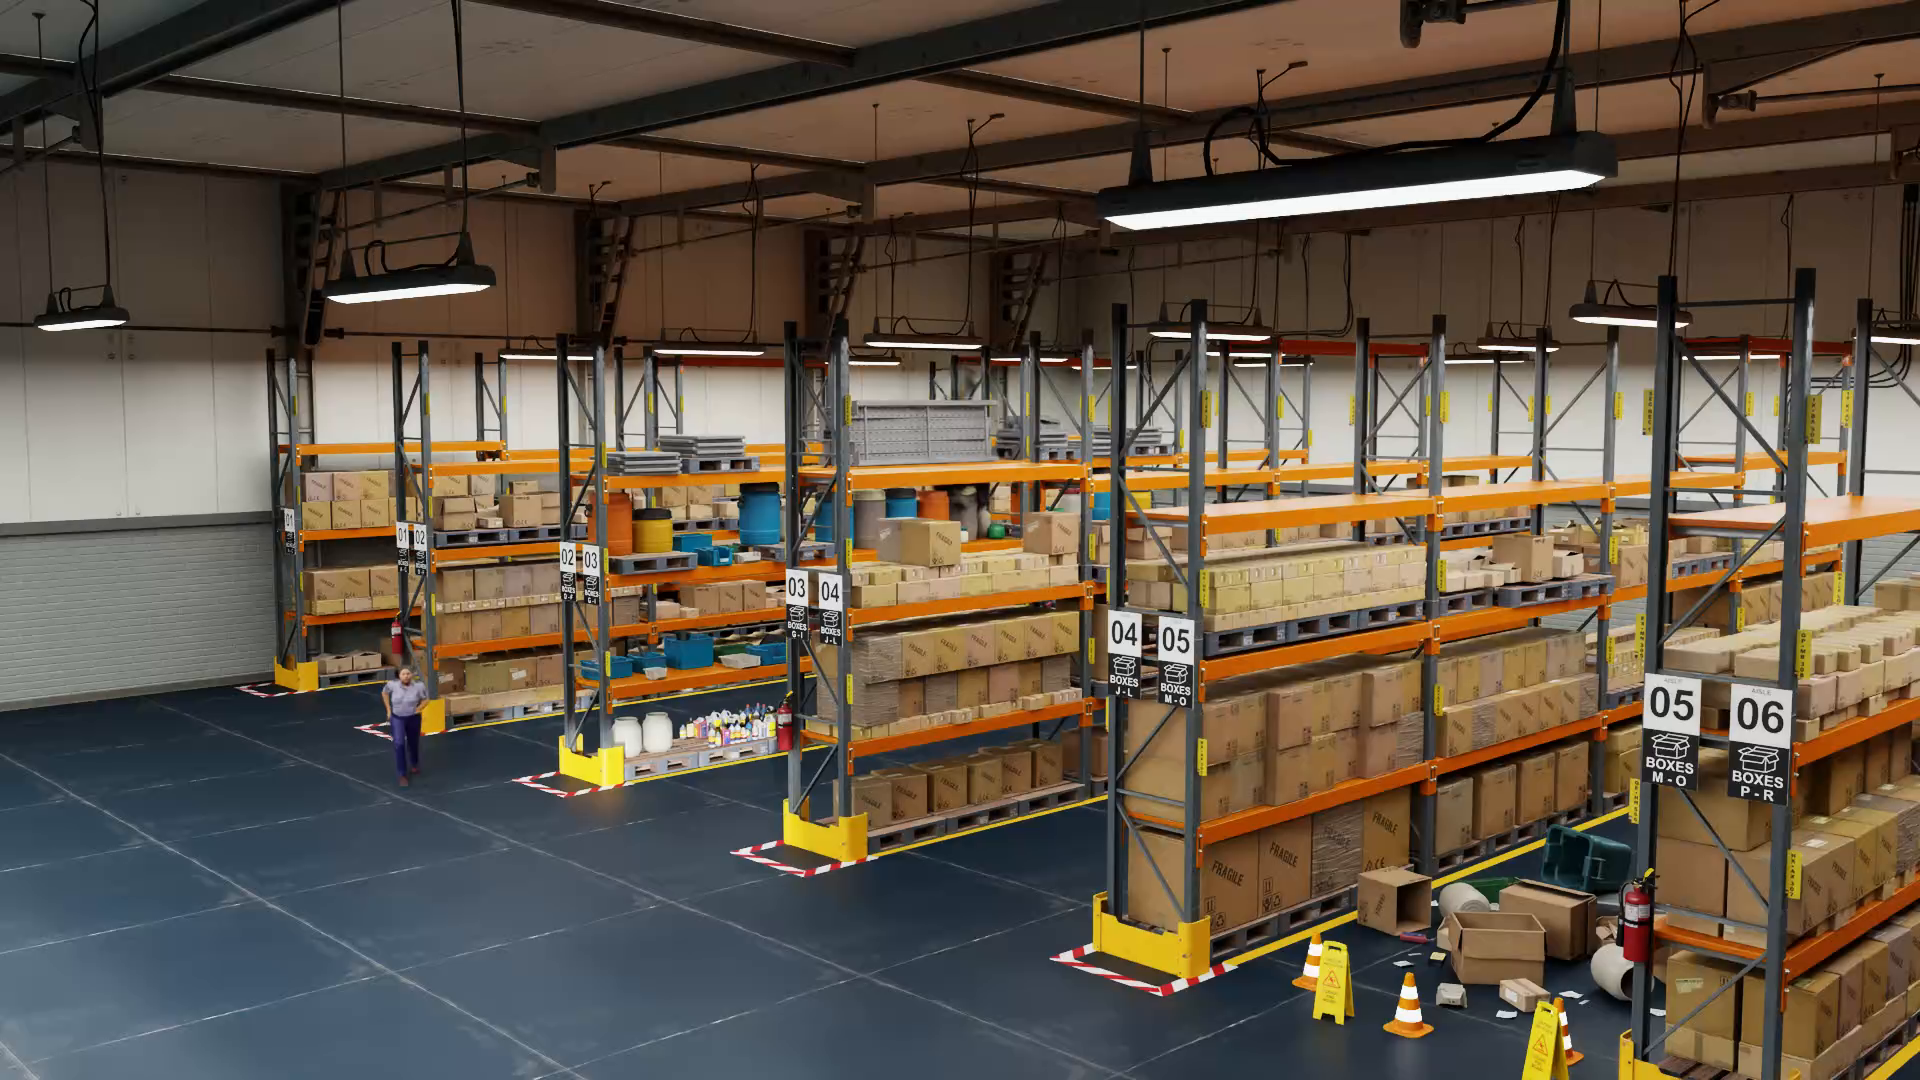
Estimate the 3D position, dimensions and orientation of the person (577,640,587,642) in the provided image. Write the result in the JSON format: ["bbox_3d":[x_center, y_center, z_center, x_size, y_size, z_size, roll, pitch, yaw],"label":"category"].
[{"bbox_3d":[-6.935,1.728,30.658,0.548,1.565,0.780,4,6,37],"label":"person"}]

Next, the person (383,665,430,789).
[{"bbox_3d":[-7.412,2.457,22.284,0.597,1.628,0.890,-2,5,-19],"label":"person"}]
